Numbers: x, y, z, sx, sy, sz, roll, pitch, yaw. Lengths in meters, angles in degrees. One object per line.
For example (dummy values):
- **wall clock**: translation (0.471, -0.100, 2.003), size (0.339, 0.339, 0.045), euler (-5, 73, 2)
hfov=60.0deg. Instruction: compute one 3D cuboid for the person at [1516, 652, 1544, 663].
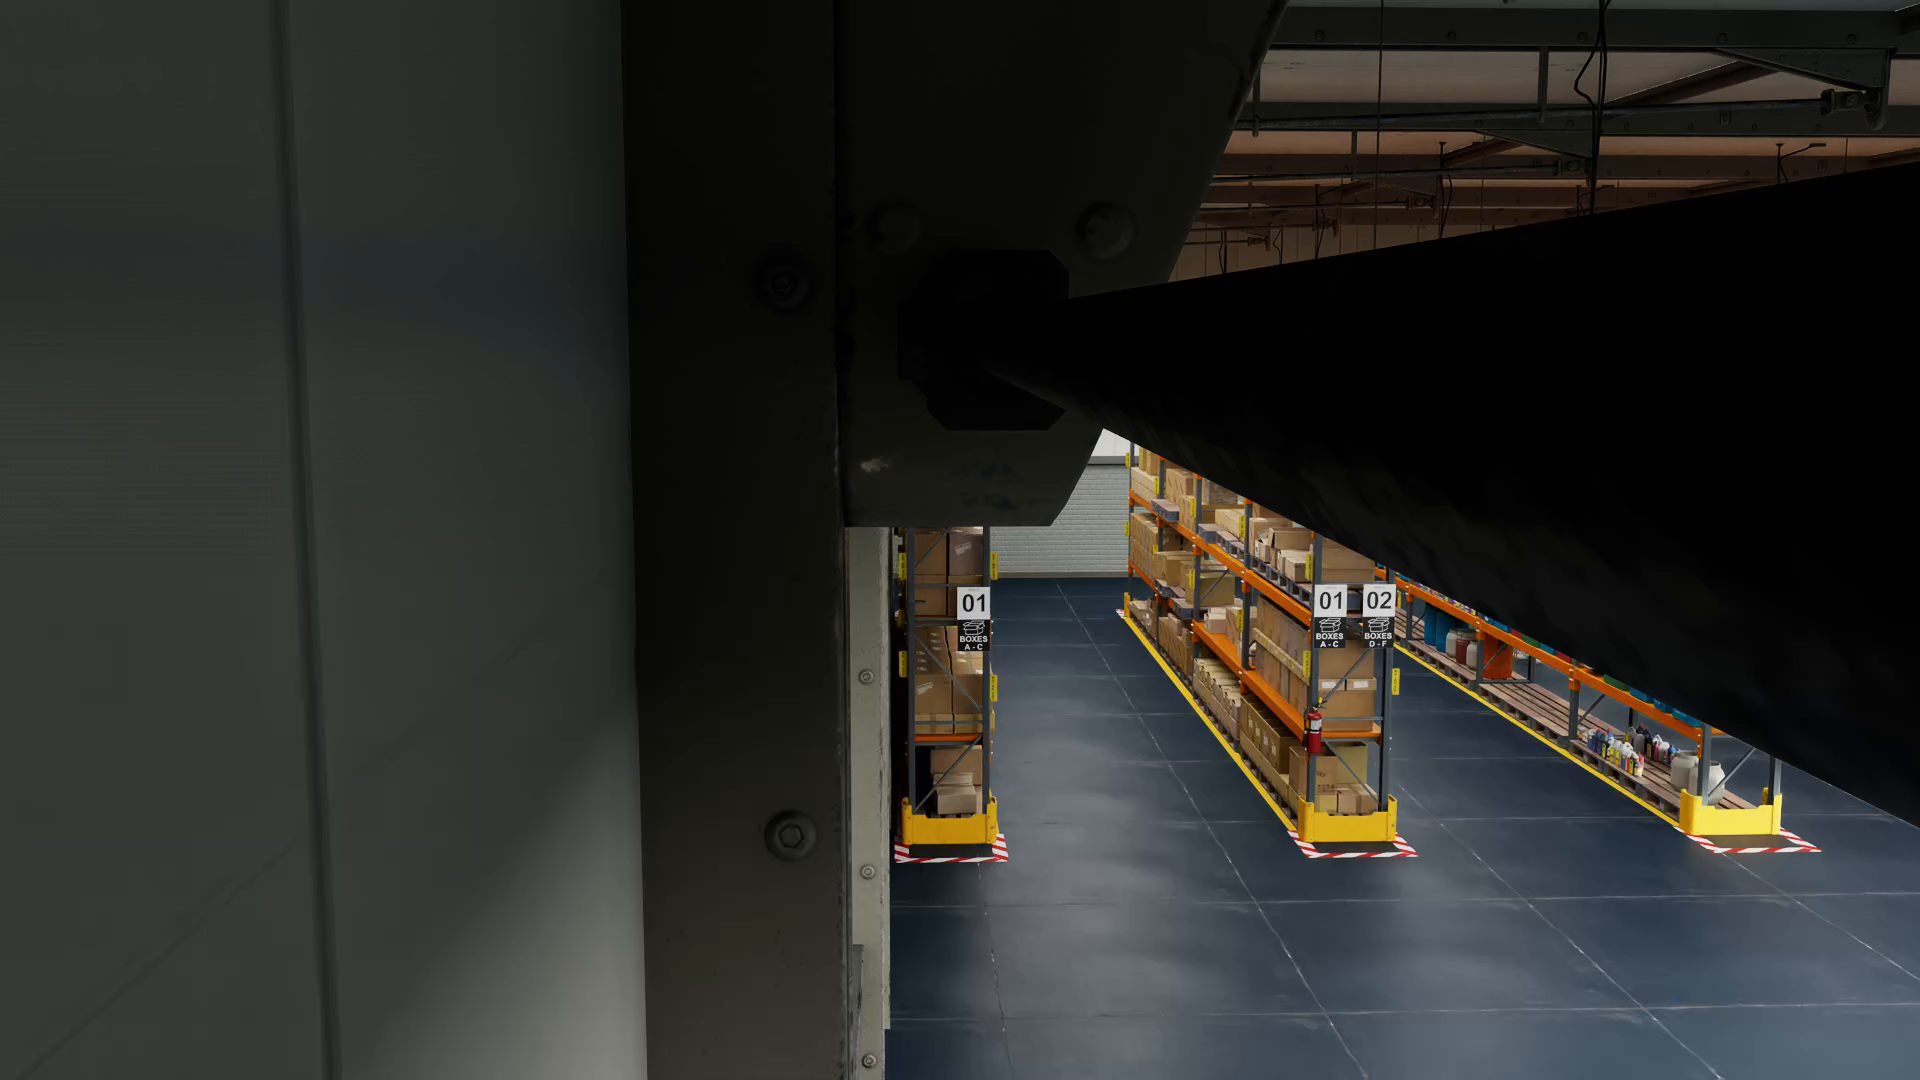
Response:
- **person**: translation (10.944, 1.456, 31.317), size (0.819, 1.745, 0.611), euler (2, 7, 12)
